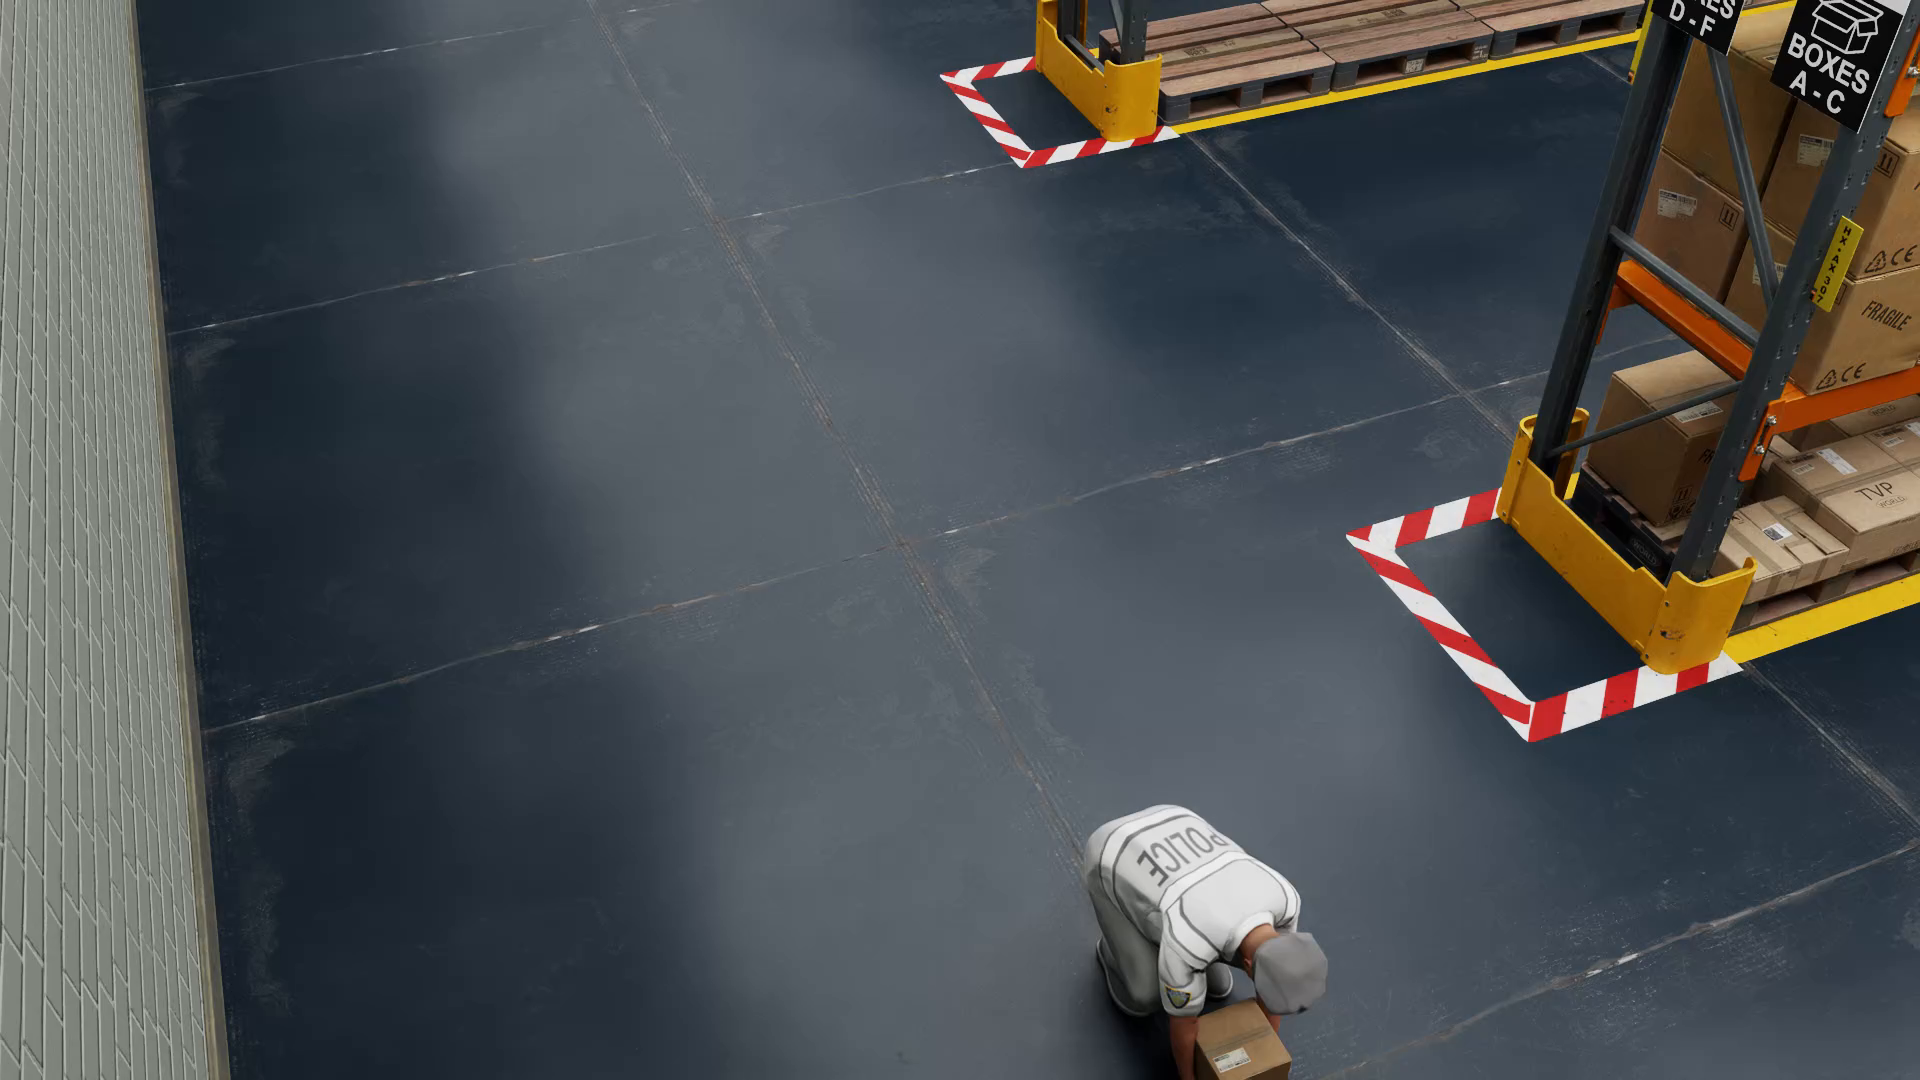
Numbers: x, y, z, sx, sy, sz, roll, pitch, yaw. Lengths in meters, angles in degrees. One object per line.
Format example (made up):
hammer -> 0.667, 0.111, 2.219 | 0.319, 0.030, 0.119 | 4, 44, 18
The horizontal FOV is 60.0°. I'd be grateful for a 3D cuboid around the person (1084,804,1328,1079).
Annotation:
person -> 0.777, 1.321, 5.429 | 0.542, 0.906, 0.986 | -16, 44, -17
